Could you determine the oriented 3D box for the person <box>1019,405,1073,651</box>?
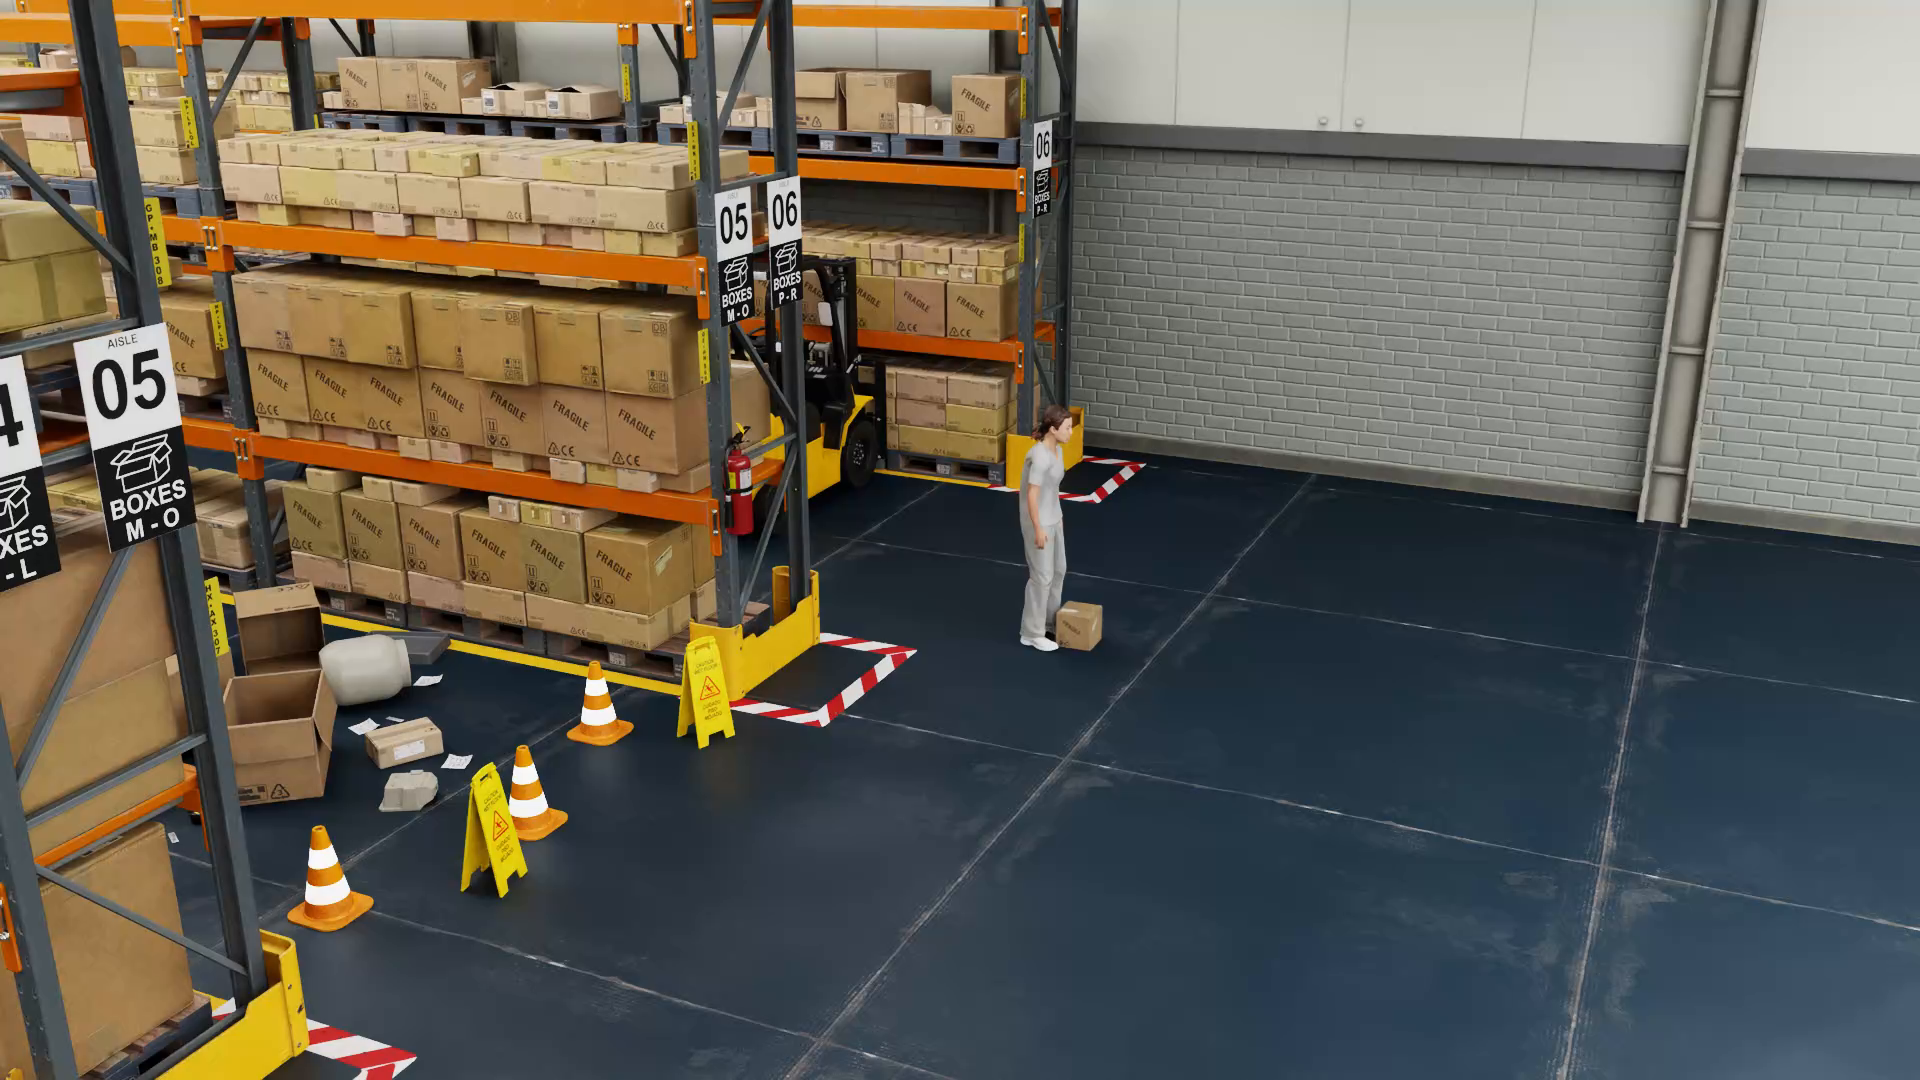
[{"bbox_3d":[0.593,-0.107,11.379,0.362,1.671,0.504,7,20,20],"label":"person"}]
